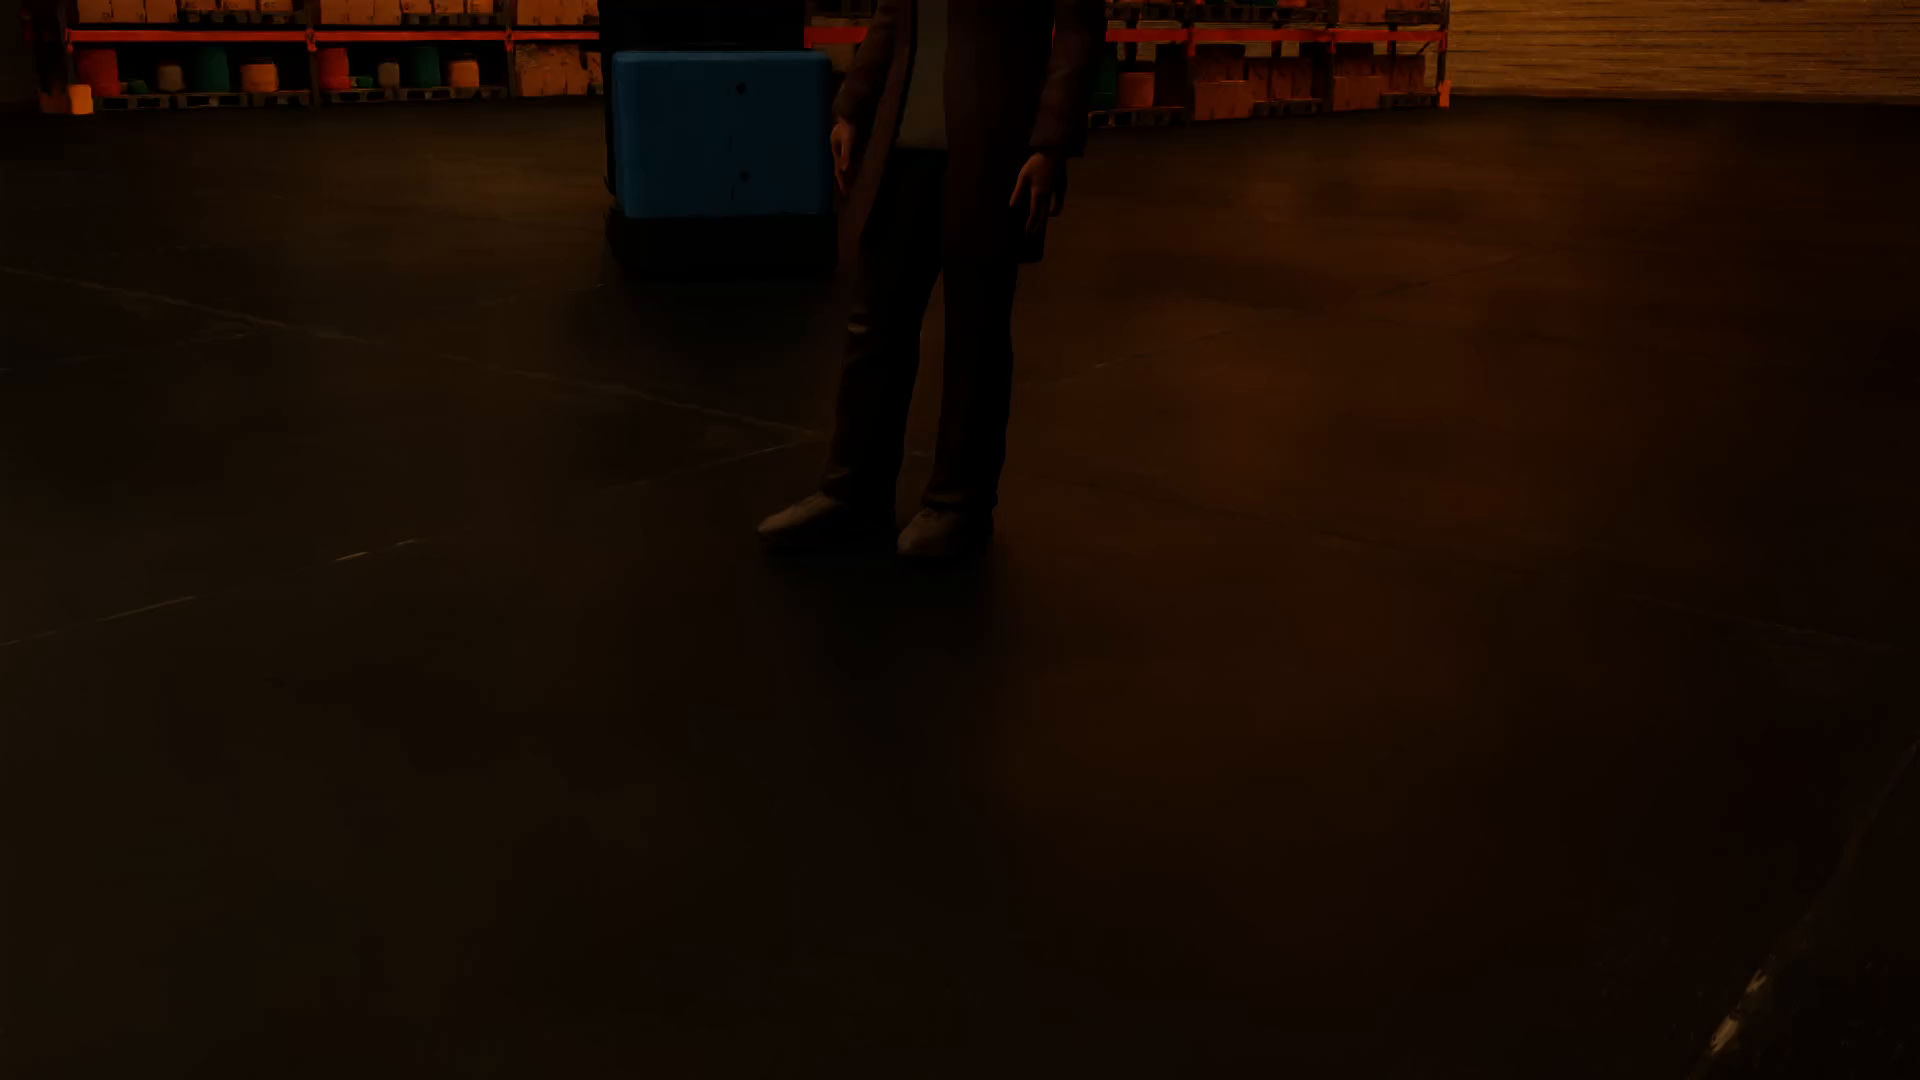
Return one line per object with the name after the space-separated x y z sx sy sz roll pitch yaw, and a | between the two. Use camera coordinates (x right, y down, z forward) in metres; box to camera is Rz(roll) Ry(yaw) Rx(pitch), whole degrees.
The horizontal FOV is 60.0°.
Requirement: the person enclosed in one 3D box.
-0.062 -0.838 3.617 0.694 1.776 0.580 13 21 37 | person

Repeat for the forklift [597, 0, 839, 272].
-1.451 -3.105 9.124 1.130 2.935 3.031 -4 17 -13 | forklift
